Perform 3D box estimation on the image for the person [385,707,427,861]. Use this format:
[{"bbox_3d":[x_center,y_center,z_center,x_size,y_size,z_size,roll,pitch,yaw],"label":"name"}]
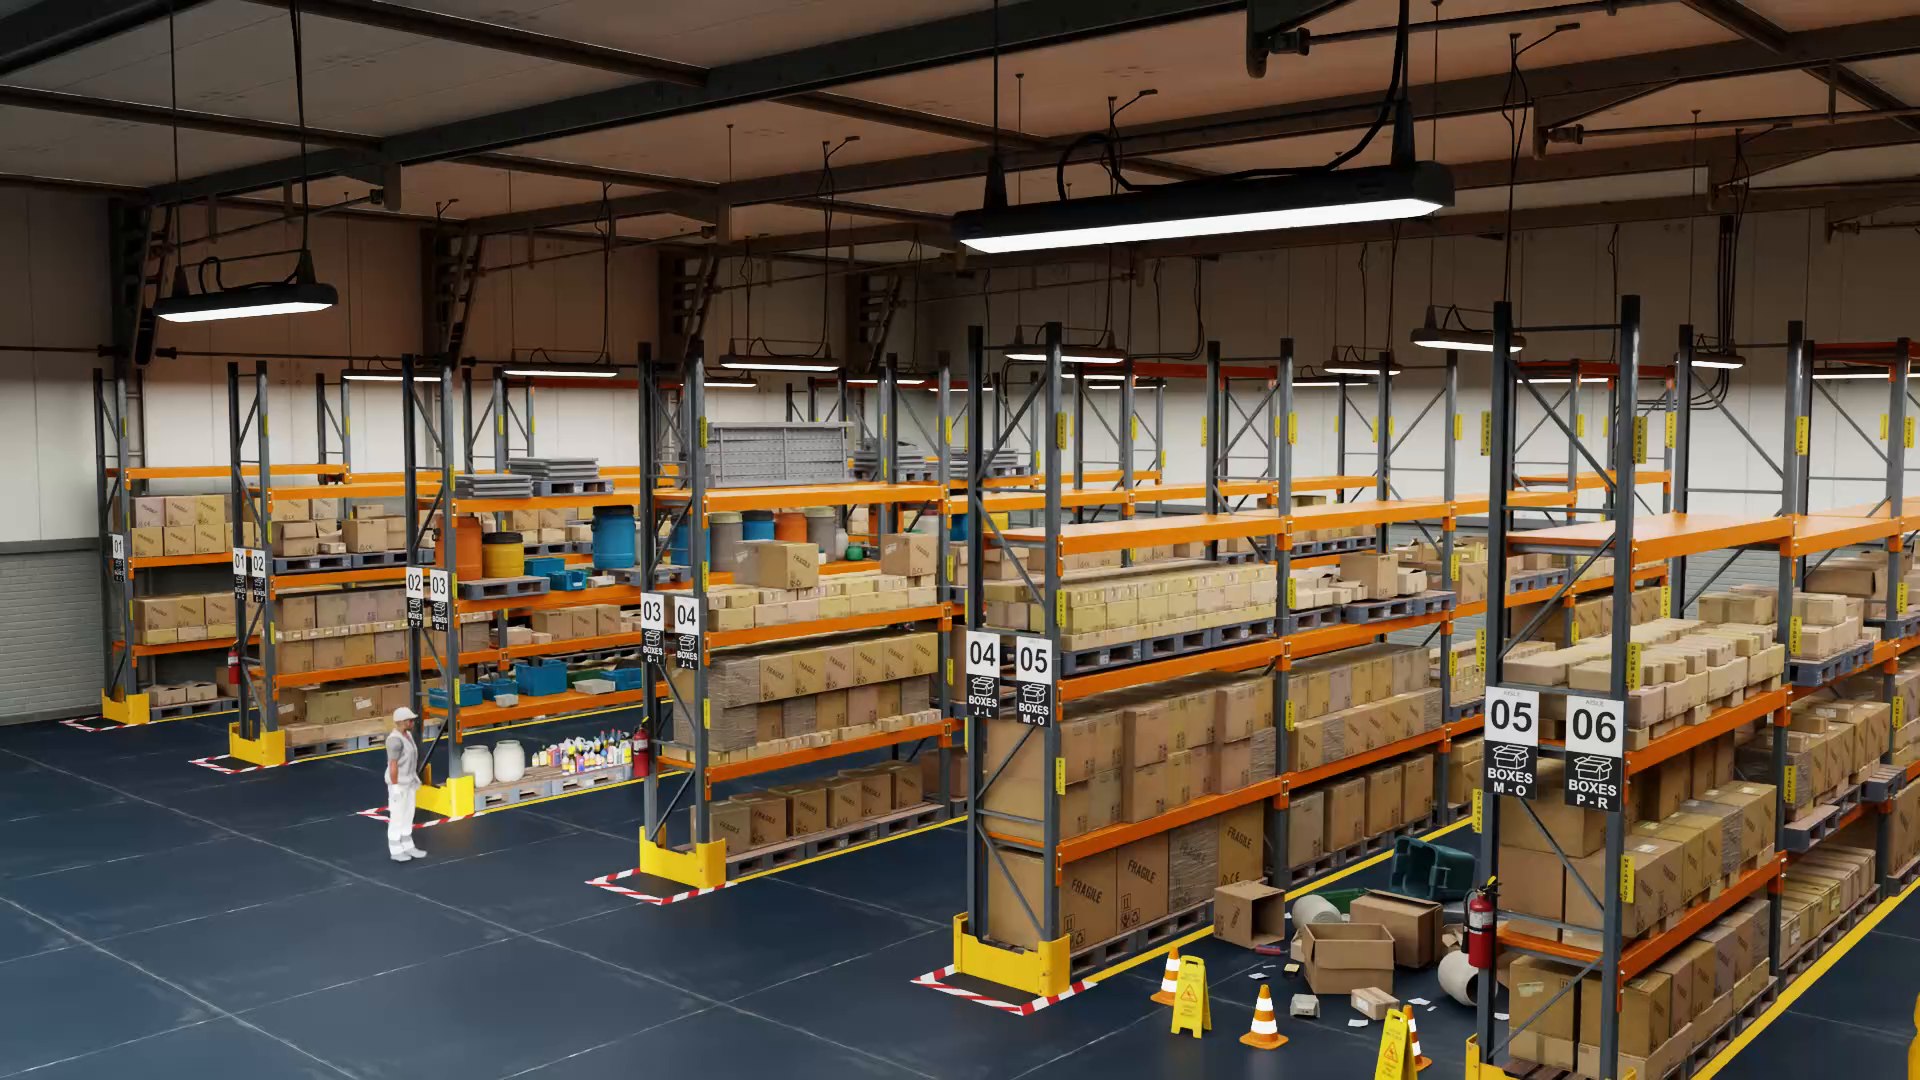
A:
[{"bbox_3d":[-6.492,2.838,19.382,0.386,1.796,0.552,0,4,2],"label":"person"}]
